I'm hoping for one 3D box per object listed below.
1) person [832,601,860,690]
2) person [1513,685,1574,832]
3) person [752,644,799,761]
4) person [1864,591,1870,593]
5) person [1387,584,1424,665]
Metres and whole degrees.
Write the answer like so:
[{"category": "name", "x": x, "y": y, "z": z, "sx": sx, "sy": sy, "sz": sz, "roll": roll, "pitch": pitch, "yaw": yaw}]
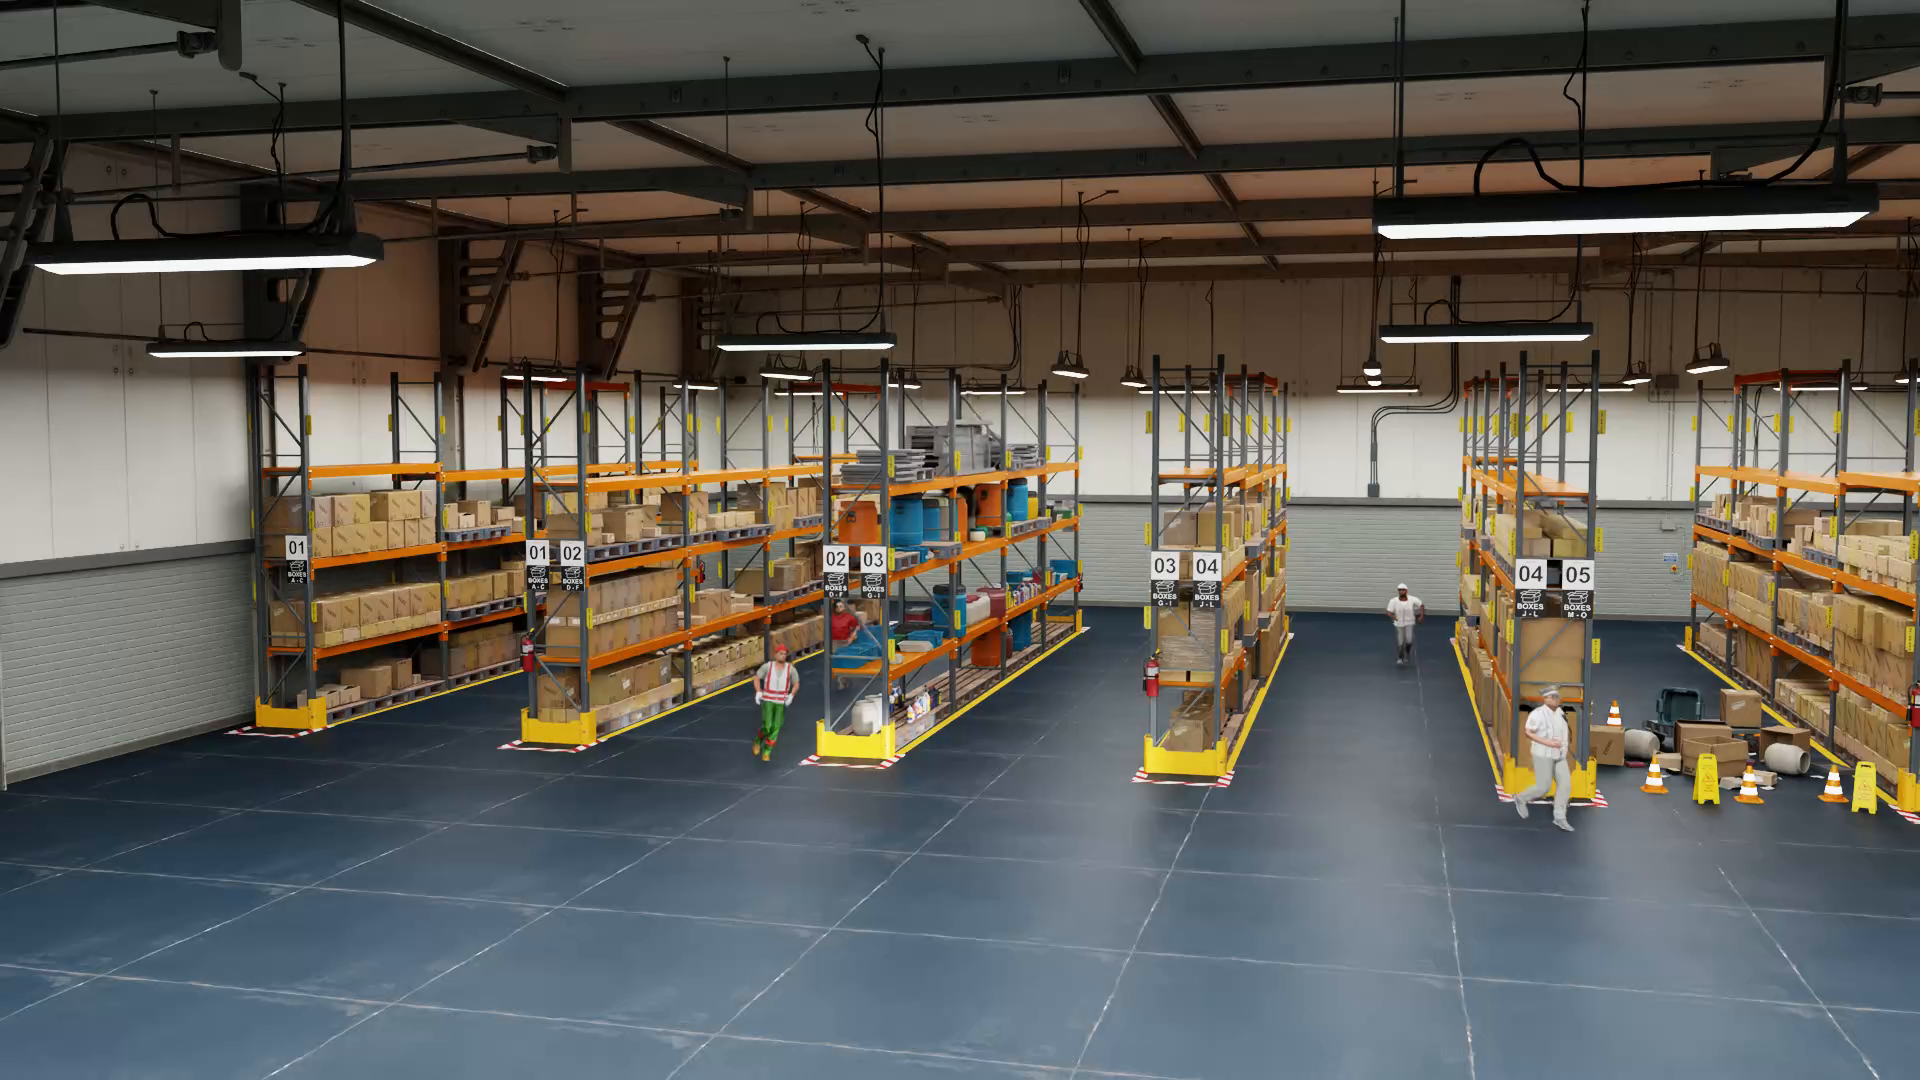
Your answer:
[{"category": "person", "x": -2.250, "y": 1.995, "z": 31.318, "sx": 0.638, "sy": 1.681, "sz": 0.586, "roll": 1, "pitch": 4, "yaw": 12}, {"category": "person", "x": 7.324, "y": 2.694, "z": 20.773, "sx": 0.679, "sy": 1.796, "sz": 0.829, "roll": -2, "pitch": 5, "yaw": -31}, {"category": "person", "x": -2.739, "y": 2.422, "z": 24.844, "sx": 0.701, "sy": 1.729, "sz": 0.560, "roll": -1, "pitch": 4, "yaw": -16}, {"category": "person", "x": 17.848, "y": 1.813, "z": 32.857, "sx": 0.661, "sy": 1.768, "sz": 0.993, "roll": 1, "pitch": 4, "yaw": 7}, {"category": "person", "x": 9.190, "y": 1.754, "z": 34.342, "sx": 0.731, "sy": 1.712, "sz": 0.782, "roll": 1, "pitch": 4, "yaw": 19}]
